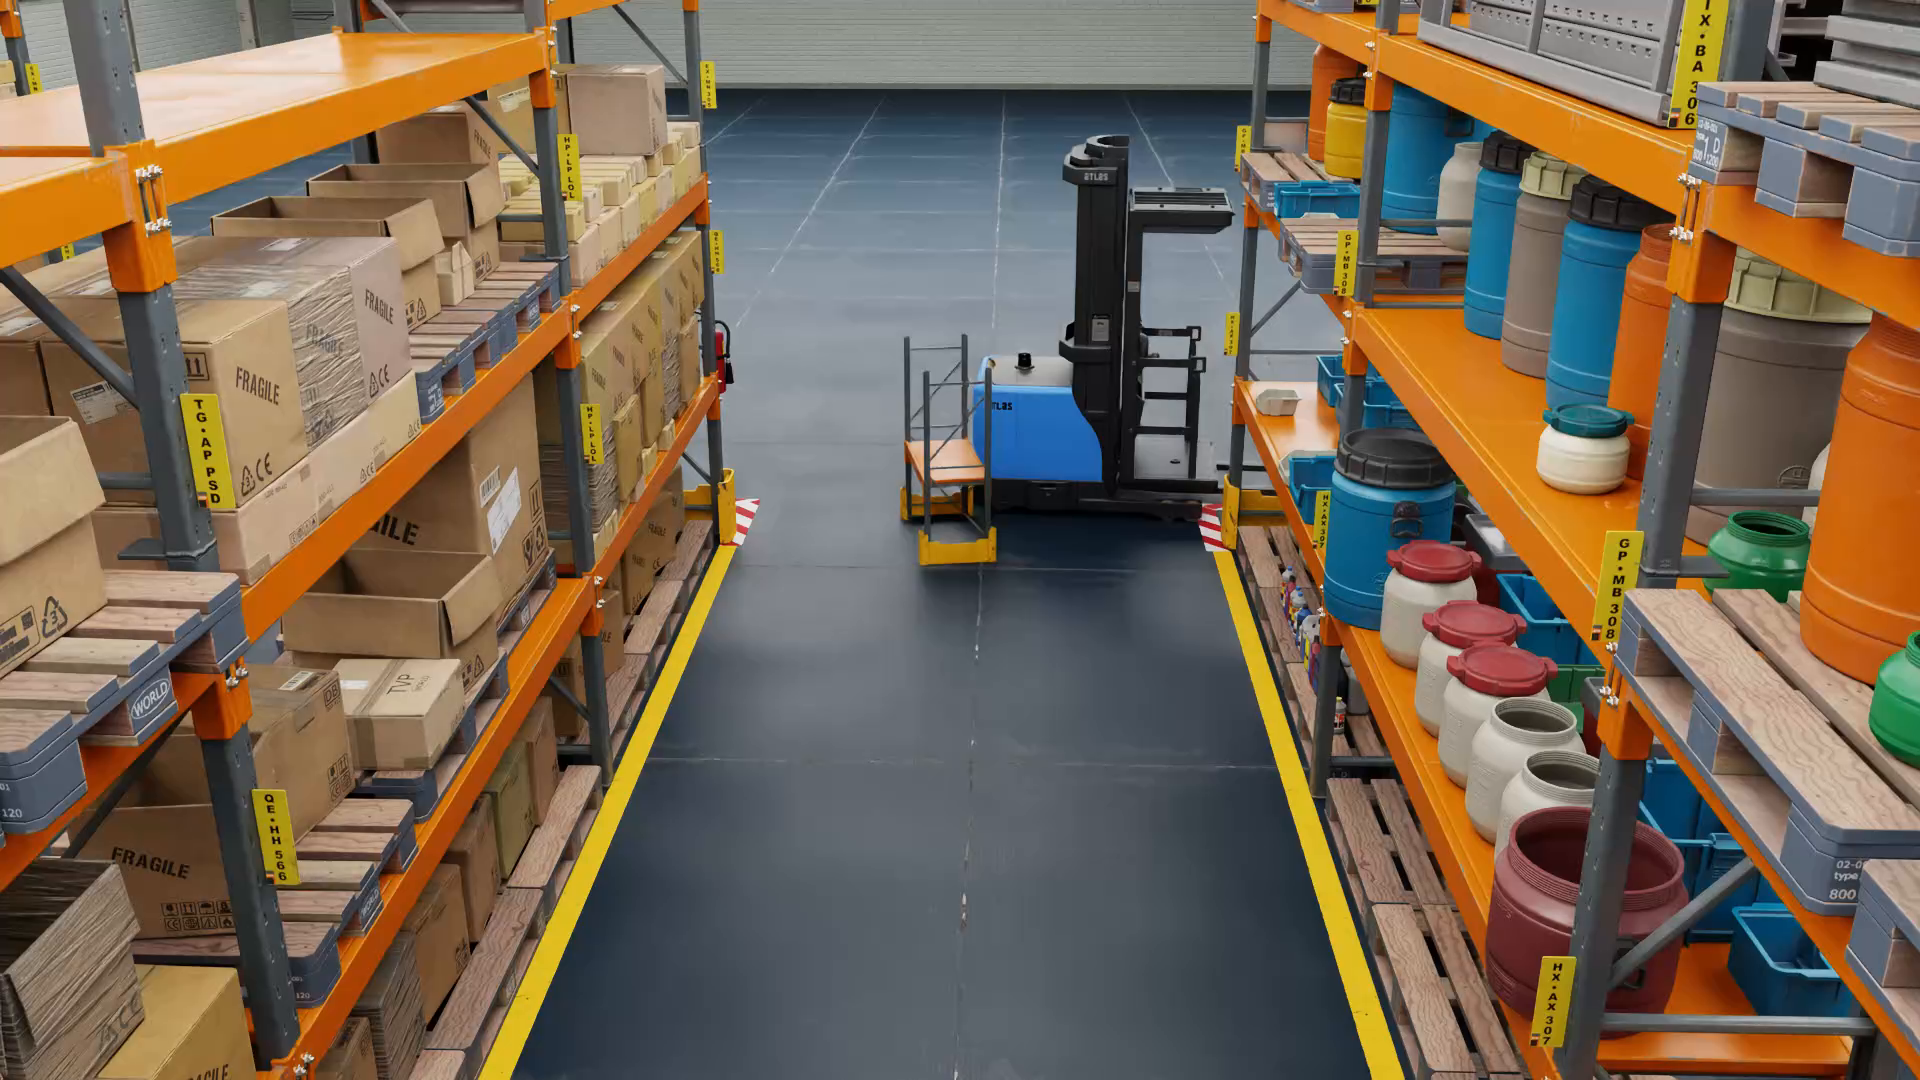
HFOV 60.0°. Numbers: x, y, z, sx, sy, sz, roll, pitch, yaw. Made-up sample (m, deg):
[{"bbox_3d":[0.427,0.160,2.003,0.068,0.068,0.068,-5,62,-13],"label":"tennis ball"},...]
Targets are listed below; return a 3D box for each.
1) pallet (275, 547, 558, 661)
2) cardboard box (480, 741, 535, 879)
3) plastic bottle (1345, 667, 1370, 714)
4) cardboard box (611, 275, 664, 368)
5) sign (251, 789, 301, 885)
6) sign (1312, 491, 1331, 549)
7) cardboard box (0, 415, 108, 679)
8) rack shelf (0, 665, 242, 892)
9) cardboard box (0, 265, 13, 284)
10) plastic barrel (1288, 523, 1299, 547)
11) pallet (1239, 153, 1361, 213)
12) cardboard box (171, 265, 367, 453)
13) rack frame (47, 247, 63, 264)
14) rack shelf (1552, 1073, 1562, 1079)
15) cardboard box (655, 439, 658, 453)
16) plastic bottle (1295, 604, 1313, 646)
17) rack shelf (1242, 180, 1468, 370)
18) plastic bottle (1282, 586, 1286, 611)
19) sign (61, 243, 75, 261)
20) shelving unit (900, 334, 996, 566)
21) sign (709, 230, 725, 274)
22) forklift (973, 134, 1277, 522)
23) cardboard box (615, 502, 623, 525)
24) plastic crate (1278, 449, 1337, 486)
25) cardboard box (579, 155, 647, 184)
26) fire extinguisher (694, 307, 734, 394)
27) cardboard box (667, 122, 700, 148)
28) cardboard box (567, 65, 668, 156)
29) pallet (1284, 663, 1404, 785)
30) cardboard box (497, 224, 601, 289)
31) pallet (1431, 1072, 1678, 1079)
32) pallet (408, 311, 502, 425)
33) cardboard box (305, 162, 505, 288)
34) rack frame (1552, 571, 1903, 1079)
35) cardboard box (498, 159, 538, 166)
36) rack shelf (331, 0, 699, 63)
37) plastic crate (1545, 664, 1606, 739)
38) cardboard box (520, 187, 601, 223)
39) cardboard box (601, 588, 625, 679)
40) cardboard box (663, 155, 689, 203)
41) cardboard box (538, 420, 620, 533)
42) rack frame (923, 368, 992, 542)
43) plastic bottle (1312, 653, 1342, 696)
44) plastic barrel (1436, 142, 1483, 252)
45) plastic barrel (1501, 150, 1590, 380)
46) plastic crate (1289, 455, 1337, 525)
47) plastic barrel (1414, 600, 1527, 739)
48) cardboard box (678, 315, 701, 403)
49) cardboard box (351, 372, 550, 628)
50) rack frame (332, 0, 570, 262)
[{"bbox_3d":[-2.650,0.345,8.258,1.003,0.211,1.213,1,21,2],"label":"pallet"},{"bbox_3d":[-2.555,1.335,8.289,0.700,0.500,0.500,1,21,1],"label":"cardboard box"},{"bbox_3d":[2.345,0.831,9.795,0.144,0.351,0.185,1,21,2],"label":"plastic bottle"},{"bbox_3d":[-2.180,-1.373,10.489,0.500,0.500,0.500,1,21,2],"label":"cardboard box"},{"bbox_3d":[-2.048,0.892,4.982,0.100,0.325,0.005,1,21,2],"label":"sign"},{"bbox_3d":[1.920,-0.104,8.767,0.100,0.325,0.005,1,21,2],"label":"sign"},{"bbox_3d":[-2.550,0.006,3.996,0.797,0.503,0.637,2,21,5],"label":"cardboard box"},{"bbox_3d":[-2.664,1.087,2.928,1.077,0.370,4.000,1,21,2],"label":"rack shelf"},{"bbox_3d":[-7.289,-1.796,11.812,0.875,0.550,0.550,1,21,2],"label":"cardboard box"},{"bbox_3d":[2.647,-0.208,12.277,0.421,0.512,0.421,0,21,0],"label":"plastic barrel"},{"bbox_3d":[2.468,-2.423,11.242,1.003,0.211,1.213,1,21,2],"label":"pallet"},{"bbox_3d":[-2.313,-0.601,5.456,0.500,0.500,0.500,1,21,2],"label":"cardboard box"},{"bbox_3d":[-7.314,-1.557,12.894,1.000,3.000,0.127,1,21,2],"label":"rack frame"},{"bbox_3d":[2.287,2.540,3.330,1.077,0.370,4.000,1,21,2],"label":"rack shelf"},{"bbox_3d":[-2.180,-0.610,10.801,0.380,0.149,0.250,1,21,2],"label":"cardboard box"},{"bbox_3d":[2.205,0.541,10.650,0.097,0.271,0.097,0,21,0],"label":"plastic bottle"},{"bbox_3d":[2.530,-1.751,10.242,1.077,0.370,4.000,1,21,2],"label":"rack shelf"},{"bbox_3d":[2.221,0.378,11.168,0.097,0.201,0.097,0,21,0],"label":"plastic bottle"},{"bbox_3d":[-6.772,-2.196,12.613,0.100,0.325,0.005,1,21,2],"label":"sign"},{"bbox_3d":[-0.103,-0.715,12.798,0.587,1.500,1.083,-4,21,-9],"label":"shelving unit"},{"bbox_3d":[-1.806,-2.139,12.358,0.100,0.325,0.005,1,21,2],"label":"sign"},{"bbox_3d":[1.640,-1.716,13.400,3.031,2.935,1.130,2,21,5],"label":"forklift"},{"bbox_3d":[-2.174,-0.157,9.635,0.380,0.149,0.250,1,21,2],"label":"cardboard box"},{"bbox_3d":[2.266,-0.432,10.359,0.530,0.136,0.437,1,21,2],"label":"plastic crate"},{"bbox_3d":[-2.158,-2.307,10.338,0.380,0.149,0.250,0,21,-1],"label":"cardboard box"},{"bbox_3d":[-1.896,-1.466,12.767,0.296,0.674,0.183,1,21,2],"label":"fire extinguisher"},{"bbox_3d":[-2.056,-2.876,11.804,0.380,0.149,0.250,1,21,2],"label":"cardboard box"},{"bbox_3d":[-2.154,-2.719,10.502,0.500,0.500,0.500,1,21,2],"label":"cardboard box"},{"bbox_3d":[2.531,1.093,9.920,1.003,0.211,1.213,1,21,2],"label":"pallet"},{"bbox_3d":[-2.212,-1.508,8.828,0.500,0.250,0.500,0,21,0],"label":"cardboard box"},{"bbox_3d":[2.410,2.502,6.289,1.003,0.211,1.213,1,21,2],"label":"pallet"},{"bbox_3d":[-2.635,-0.733,6.884,1.213,0.211,1.003,1,21,2],"label":"pallet"},{"bbox_3d":[-2.595,-1.493,7.859,0.797,0.503,0.637,0,21,-1],"label":"cardboard box"},{"bbox_3d":[2.348,1.482,5.064,1.000,3.000,0.127,1,21,2],"label":"rack frame"},{"bbox_3d":[-2.629,-2.227,10.132,0.380,0.149,0.250,0,21,0],"label":"cardboard box"},{"bbox_3d":[-2.421,-3.202,9.841,1.077,0.370,4.000,1,21,2],"label":"rack shelf"},{"bbox_3d":[2.698,0.767,7.199,0.450,0.188,0.662,1,21,2],"label":"plastic crate"},{"bbox_3d":[-2.194,-1.843,9.141,0.380,0.149,0.250,1,21,2],"label":"cardboard box"},{"bbox_3d":[-2.419,0.599,10.213,0.500,0.500,0.500,8,22,19],"label":"cardboard box"},{"bbox_3d":[-2.133,-2.436,11.222,0.500,0.250,0.500,1,21,2],"label":"cardboard box"},{"bbox_3d":[-2.406,-0.366,9.277,0.875,0.500,0.500,1,21,2],"label":"cardboard box"},{"bbox_3d":[-0.019,-0.537,12.339,0.500,1.500,0.032,-4,21,-9],"label":"rack frame"},{"bbox_3d":[2.207,0.760,9.978,0.144,0.351,0.185,0,21,-1],"label":"plastic bottle"},{"bbox_3d":[2.679,-1.765,8.548,0.421,0.512,0.421,0,21,0],"label":"plastic barrel"},{"bbox_3d":[2.651,-1.174,7.068,0.600,0.901,0.600,0,21,0],"label":"plastic barrel"},{"bbox_3d":[2.232,-0.298,9.857,0.499,0.251,0.616,1,21,2],"label":"plastic crate"},{"bbox_3d":[2.199,0.581,7.198,0.433,0.535,0.433,0,21,0],"label":"plastic barrel"},{"bbox_3d":[-2.299,-1.270,11.606,0.875,0.500,0.500,1,21,2],"label":"cardboard box"},{"bbox_3d":[-2.645,-0.209,8.011,1.000,1.000,1.000,1,21,2],"label":"cardboard box"},{"bbox_3d":[-2.481,-2.816,7.846,1.000,3.000,0.127,1,21,2],"label":"rack frame"}]
